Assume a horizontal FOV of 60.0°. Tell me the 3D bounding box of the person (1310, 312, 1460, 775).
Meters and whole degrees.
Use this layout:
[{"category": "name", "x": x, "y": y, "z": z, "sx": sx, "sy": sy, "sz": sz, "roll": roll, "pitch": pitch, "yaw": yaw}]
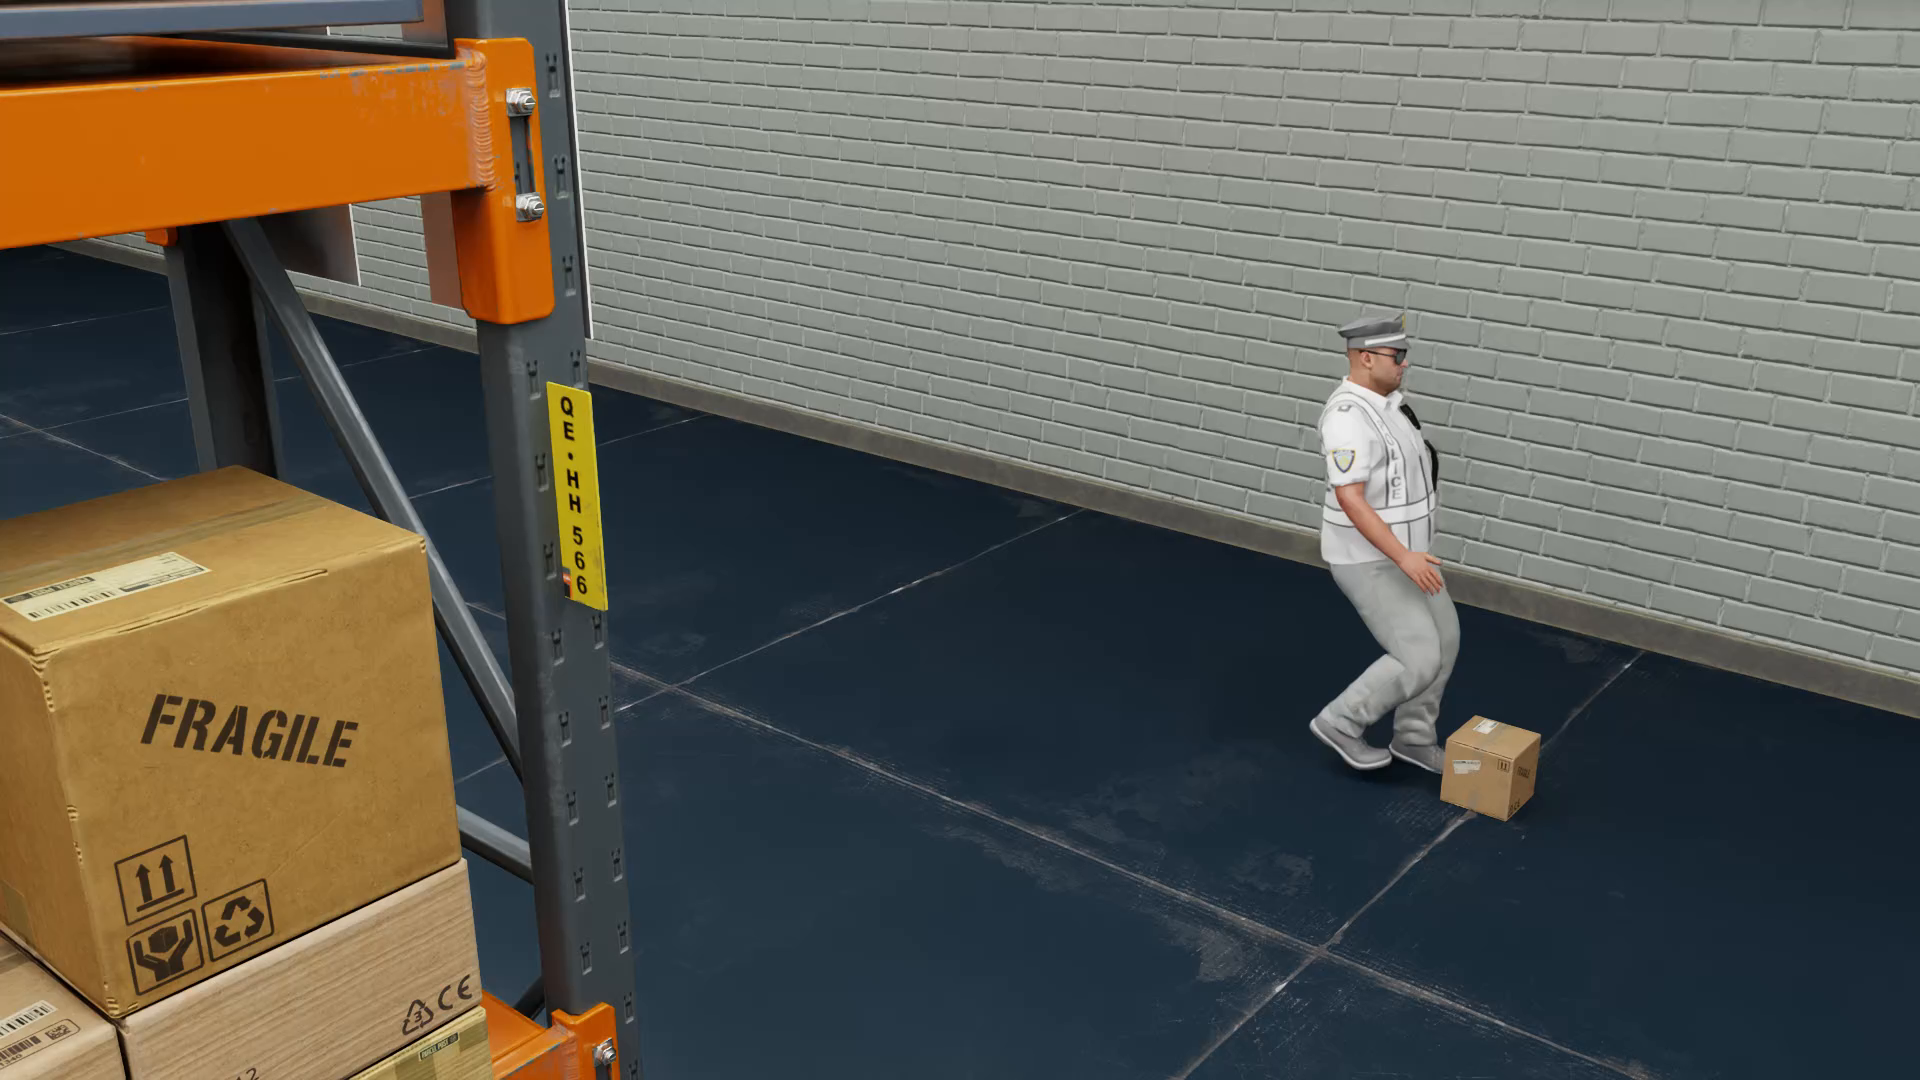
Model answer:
[{"category": "person", "x": 1.603, "y": 0.057, "z": 6.007, "sx": 0.639, "sy": 1.742, "sz": 0.582, "roll": 12, "pitch": 23, "yaw": 29}]
